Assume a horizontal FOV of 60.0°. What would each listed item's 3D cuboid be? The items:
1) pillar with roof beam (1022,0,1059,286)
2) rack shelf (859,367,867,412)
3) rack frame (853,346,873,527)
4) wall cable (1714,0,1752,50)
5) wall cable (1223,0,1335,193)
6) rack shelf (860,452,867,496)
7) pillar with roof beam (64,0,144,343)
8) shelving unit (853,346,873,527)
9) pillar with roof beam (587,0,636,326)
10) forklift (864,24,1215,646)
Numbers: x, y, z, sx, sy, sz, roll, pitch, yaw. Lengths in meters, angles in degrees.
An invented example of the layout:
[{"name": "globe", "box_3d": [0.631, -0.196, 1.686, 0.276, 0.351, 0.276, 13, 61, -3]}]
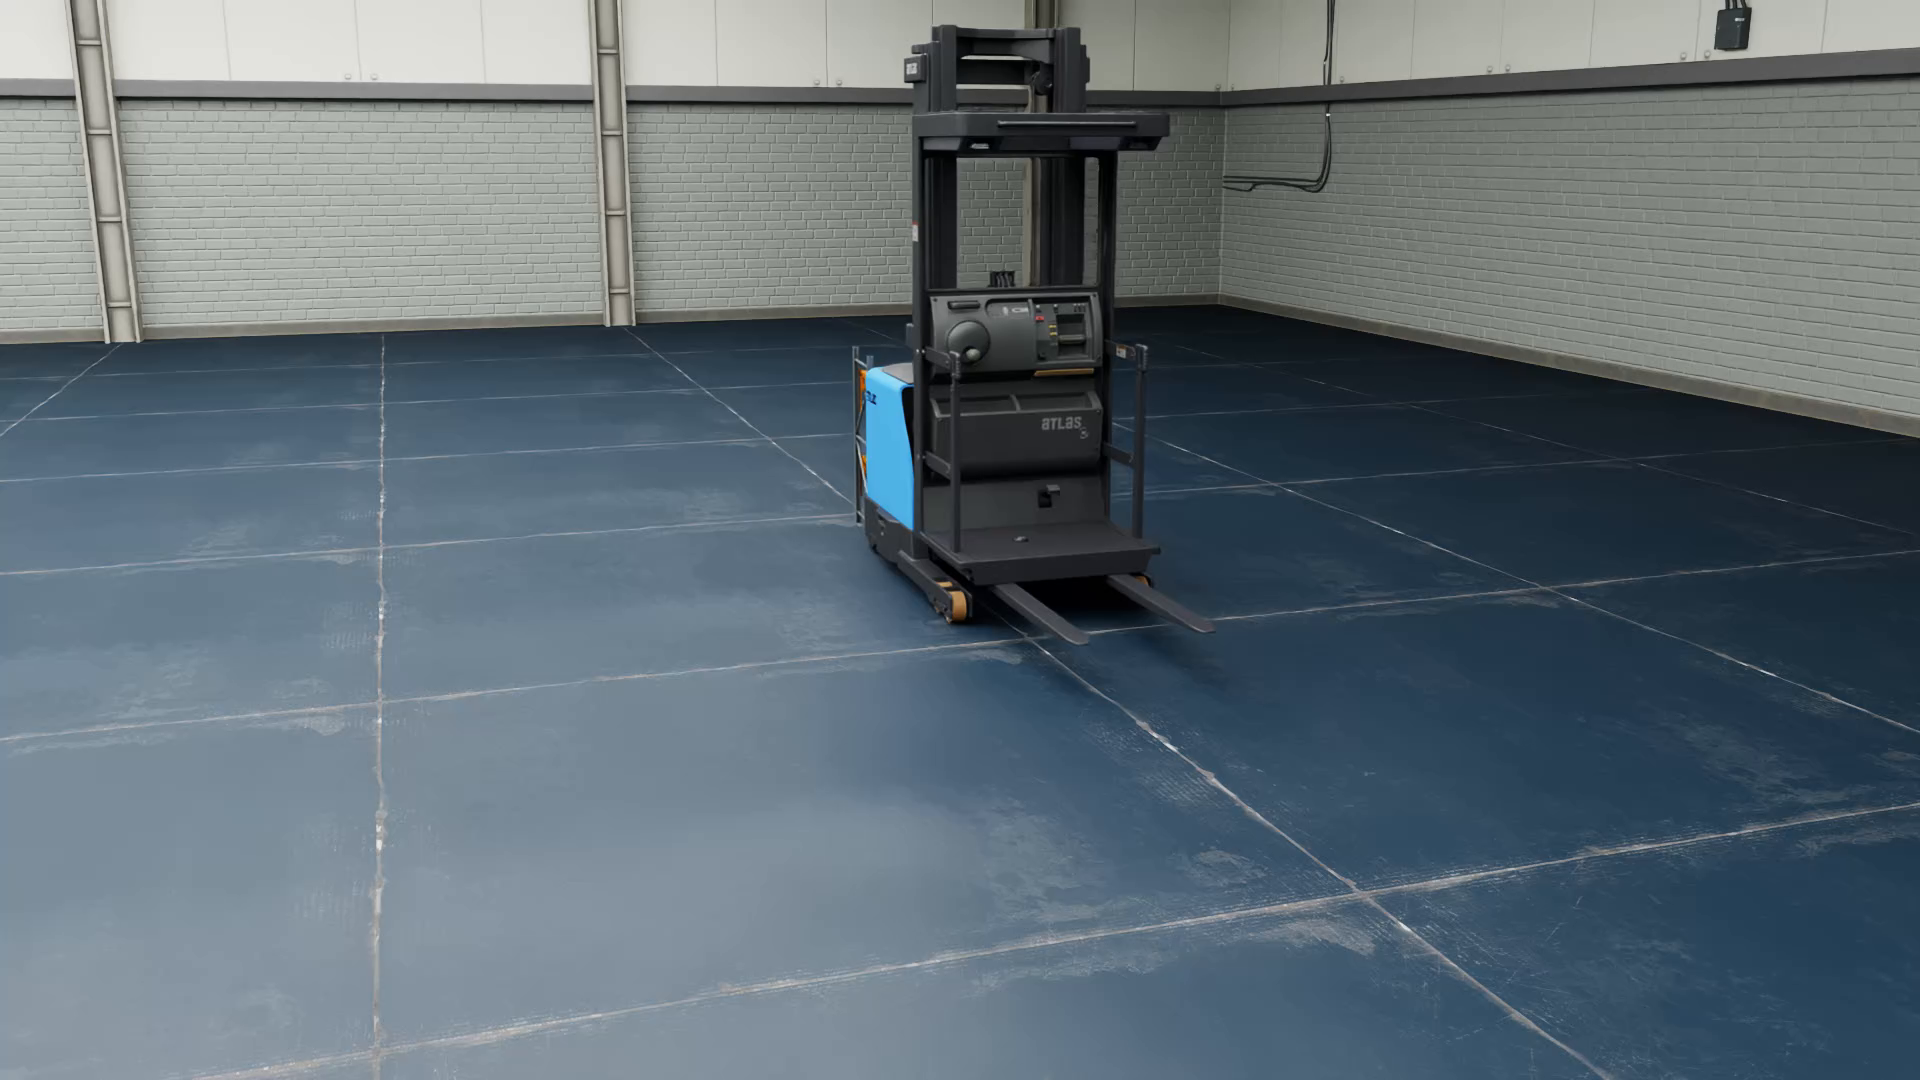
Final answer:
[{"name": "pillar with roof beam", "box_3d": [2.508, -6.755, 19.096, 0.400, 9.000, 9.100, -4, 14, -18]}, {"name": "rack shelf", "box_3d": [-0.099, -0.914, 10.289, 1.000, 0.278, 0.538, -3, 14, -14]}, {"name": "rack frame", "box_3d": [-0.592, -0.600, 10.234, 0.032, 1.125, 0.500, -3, 14, -14]}, {"name": "wall cable", "box_3d": [7.362, -7.198, 13.609, 0.169, 6.003, 2.305, -4, 14, -18]}, {"name": "wall cable", "box_3d": [4.349, -6.116, 23.120, 0.112, 2.526, 3.097, -4, 14, -18]}, {"name": "rack shelf", "box_3d": [-0.099, -0.391, 10.413, 1.000, 0.278, 0.538, -3, 14, -14]}, {"name": "pillar with roof beam", "box_3d": [-8.865, -5.870, 15.373, 0.400, 9.000, 9.100, -4, 14, -18]}, {"name": "shelving unit", "box_3d": [-0.099, -0.629, 10.356, 1.048, 1.125, 0.538, -3, 14, -14]}, {"name": "pillar with roof beam", "box_3d": [-3.178, -6.312, 17.235, 0.400, 9.000, 9.100, -4, 14, -18]}, {"name": "forklift", "box_3d": [0.366, -1.110, 8.474, 1.130, 2.935, 3.031, -4, 14, -17]}]
